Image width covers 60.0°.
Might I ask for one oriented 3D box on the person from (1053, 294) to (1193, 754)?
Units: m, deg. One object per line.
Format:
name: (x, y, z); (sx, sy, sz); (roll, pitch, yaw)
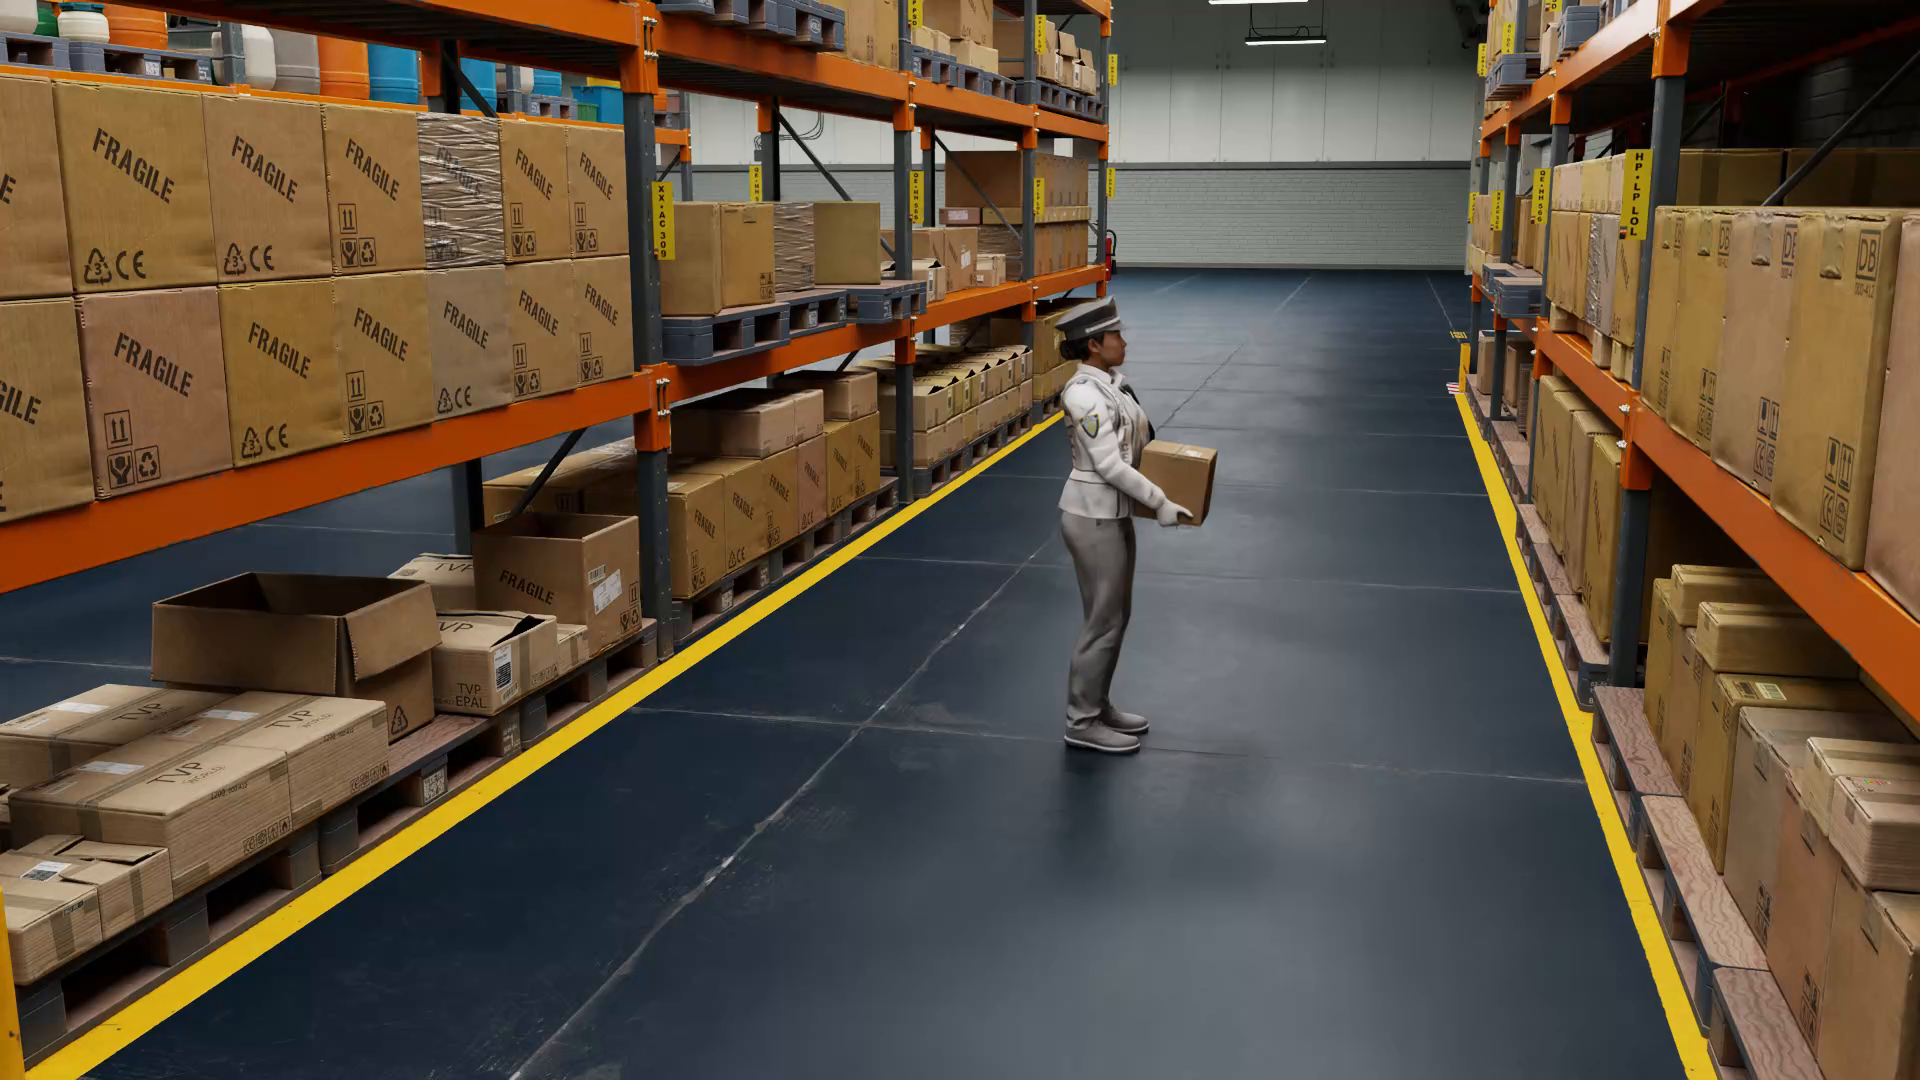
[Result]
person: (0.609, -0.062, 6.200); (0.547, 1.689, 0.459); (3, 12, 14)
